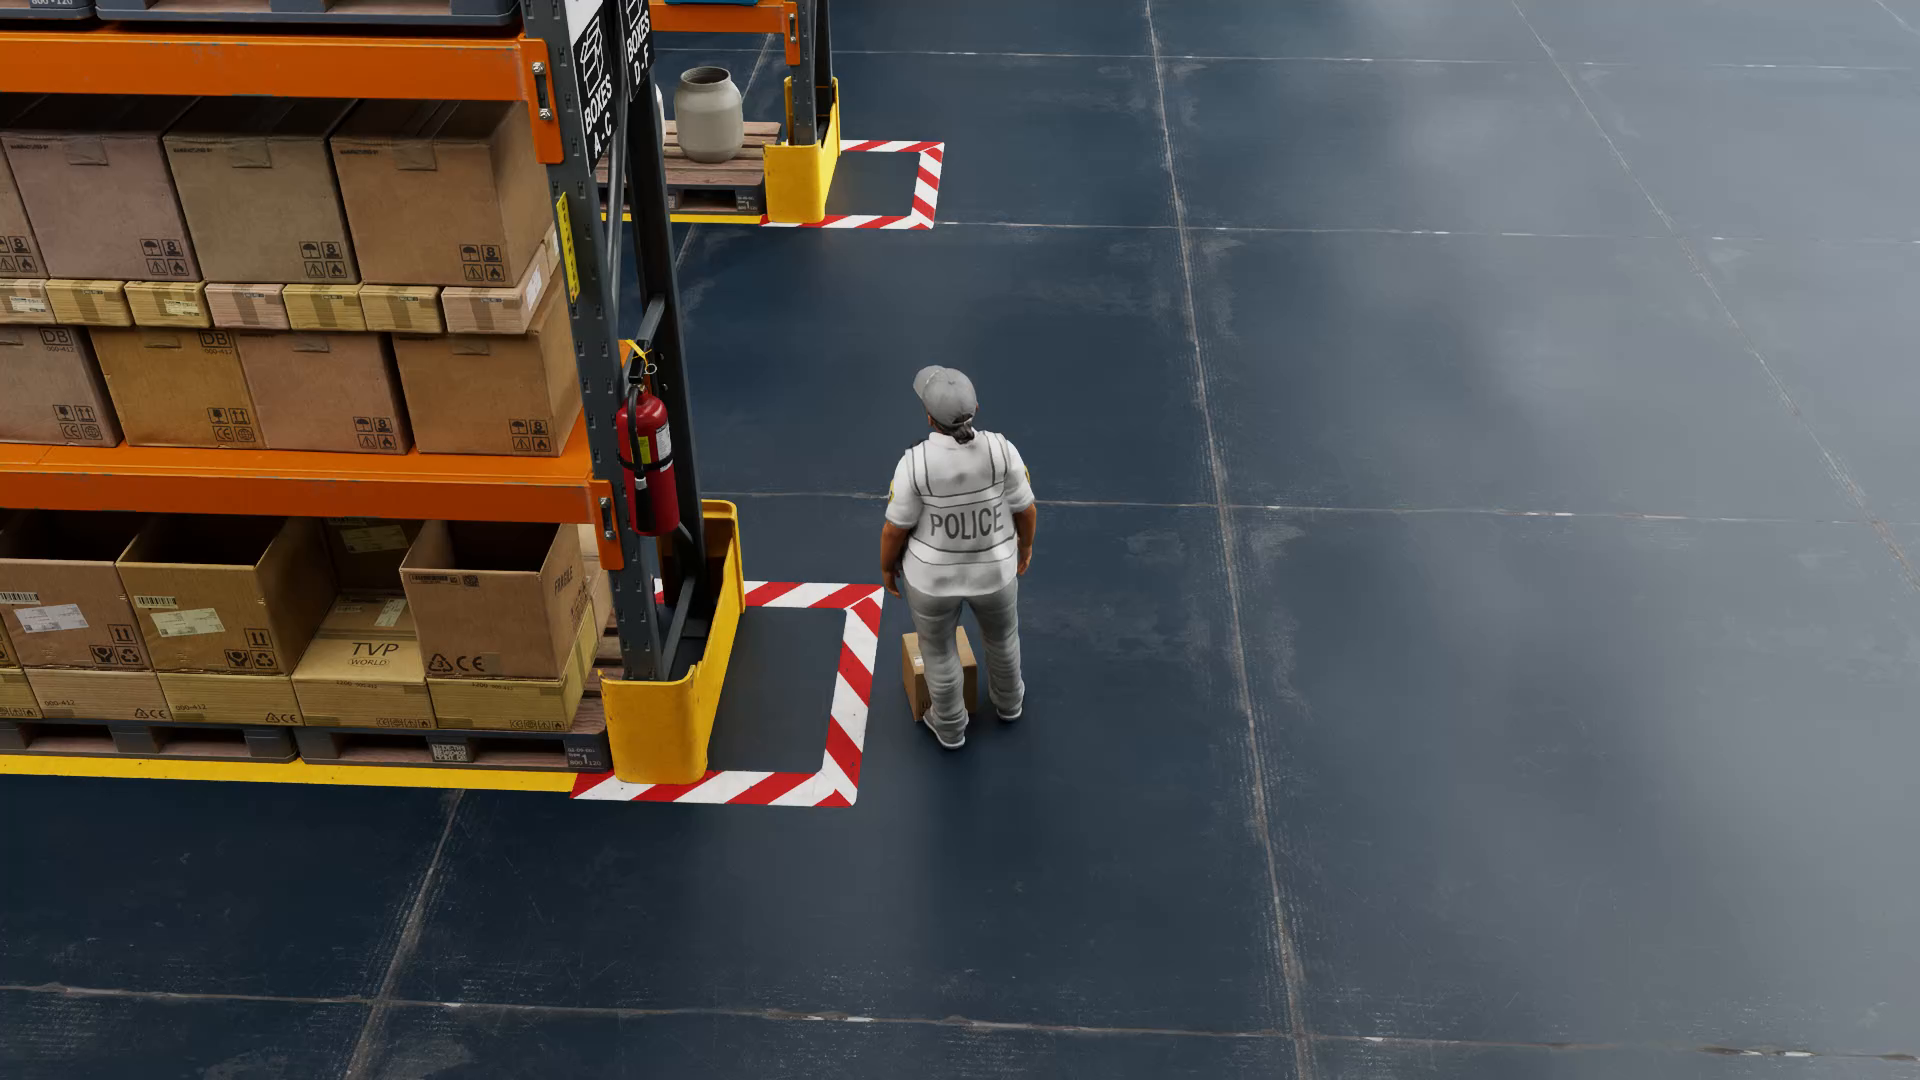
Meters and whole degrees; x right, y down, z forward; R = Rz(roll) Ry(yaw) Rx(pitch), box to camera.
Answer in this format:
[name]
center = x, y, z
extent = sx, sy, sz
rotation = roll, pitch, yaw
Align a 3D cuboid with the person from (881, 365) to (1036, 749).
[person]
center = -0.002, 0.053, 6.052
extent = 0.599, 1.670, 0.529
rotation = -7, 36, -9
